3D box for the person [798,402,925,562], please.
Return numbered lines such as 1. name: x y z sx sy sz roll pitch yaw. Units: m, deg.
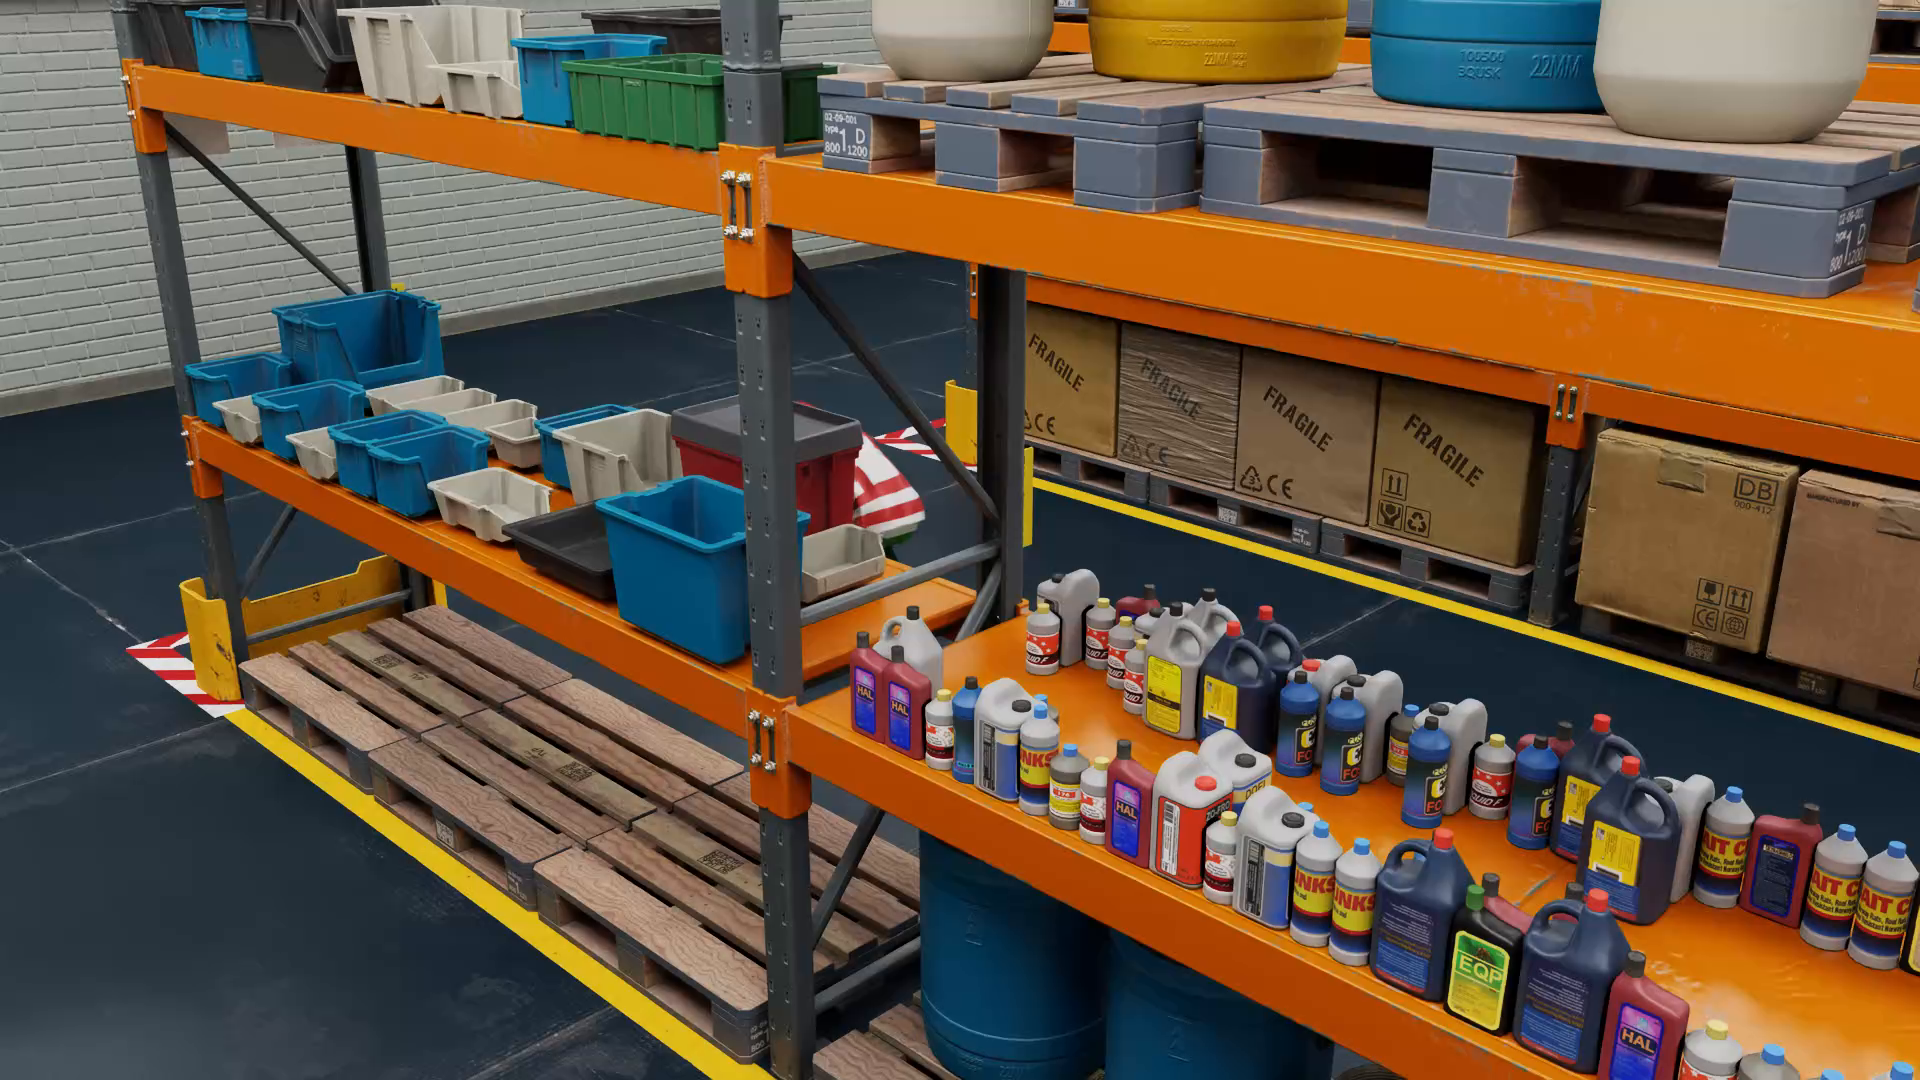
1. person: -0.601 -0.196 8.714 0.886 1.000 0.548 18 27 40
